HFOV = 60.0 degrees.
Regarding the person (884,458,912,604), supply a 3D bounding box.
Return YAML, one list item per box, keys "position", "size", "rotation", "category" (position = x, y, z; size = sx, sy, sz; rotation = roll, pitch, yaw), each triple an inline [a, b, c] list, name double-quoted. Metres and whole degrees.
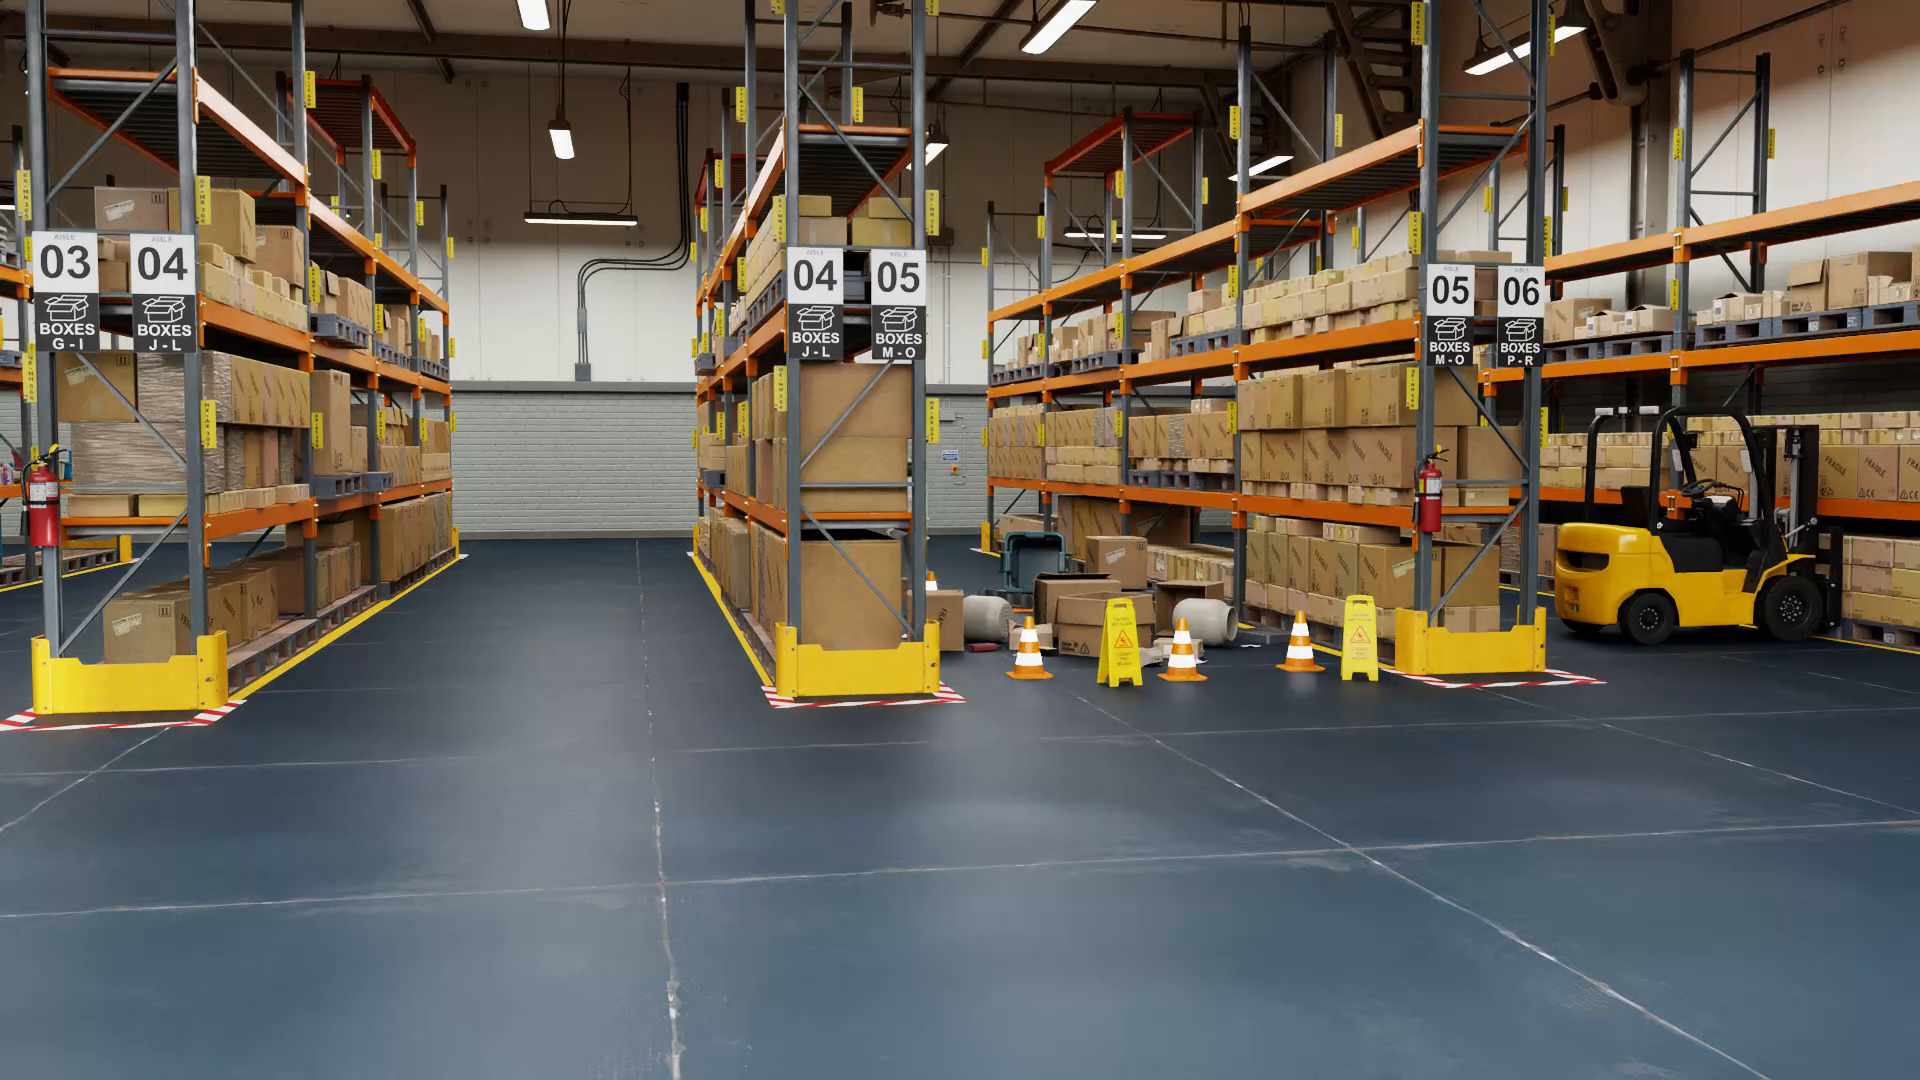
- position: [-0.674, -0.110, 19.013]
  size: [0.507, 1.674, 0.636]
  rotation: [-2, 4, -28]
  category: "person"
